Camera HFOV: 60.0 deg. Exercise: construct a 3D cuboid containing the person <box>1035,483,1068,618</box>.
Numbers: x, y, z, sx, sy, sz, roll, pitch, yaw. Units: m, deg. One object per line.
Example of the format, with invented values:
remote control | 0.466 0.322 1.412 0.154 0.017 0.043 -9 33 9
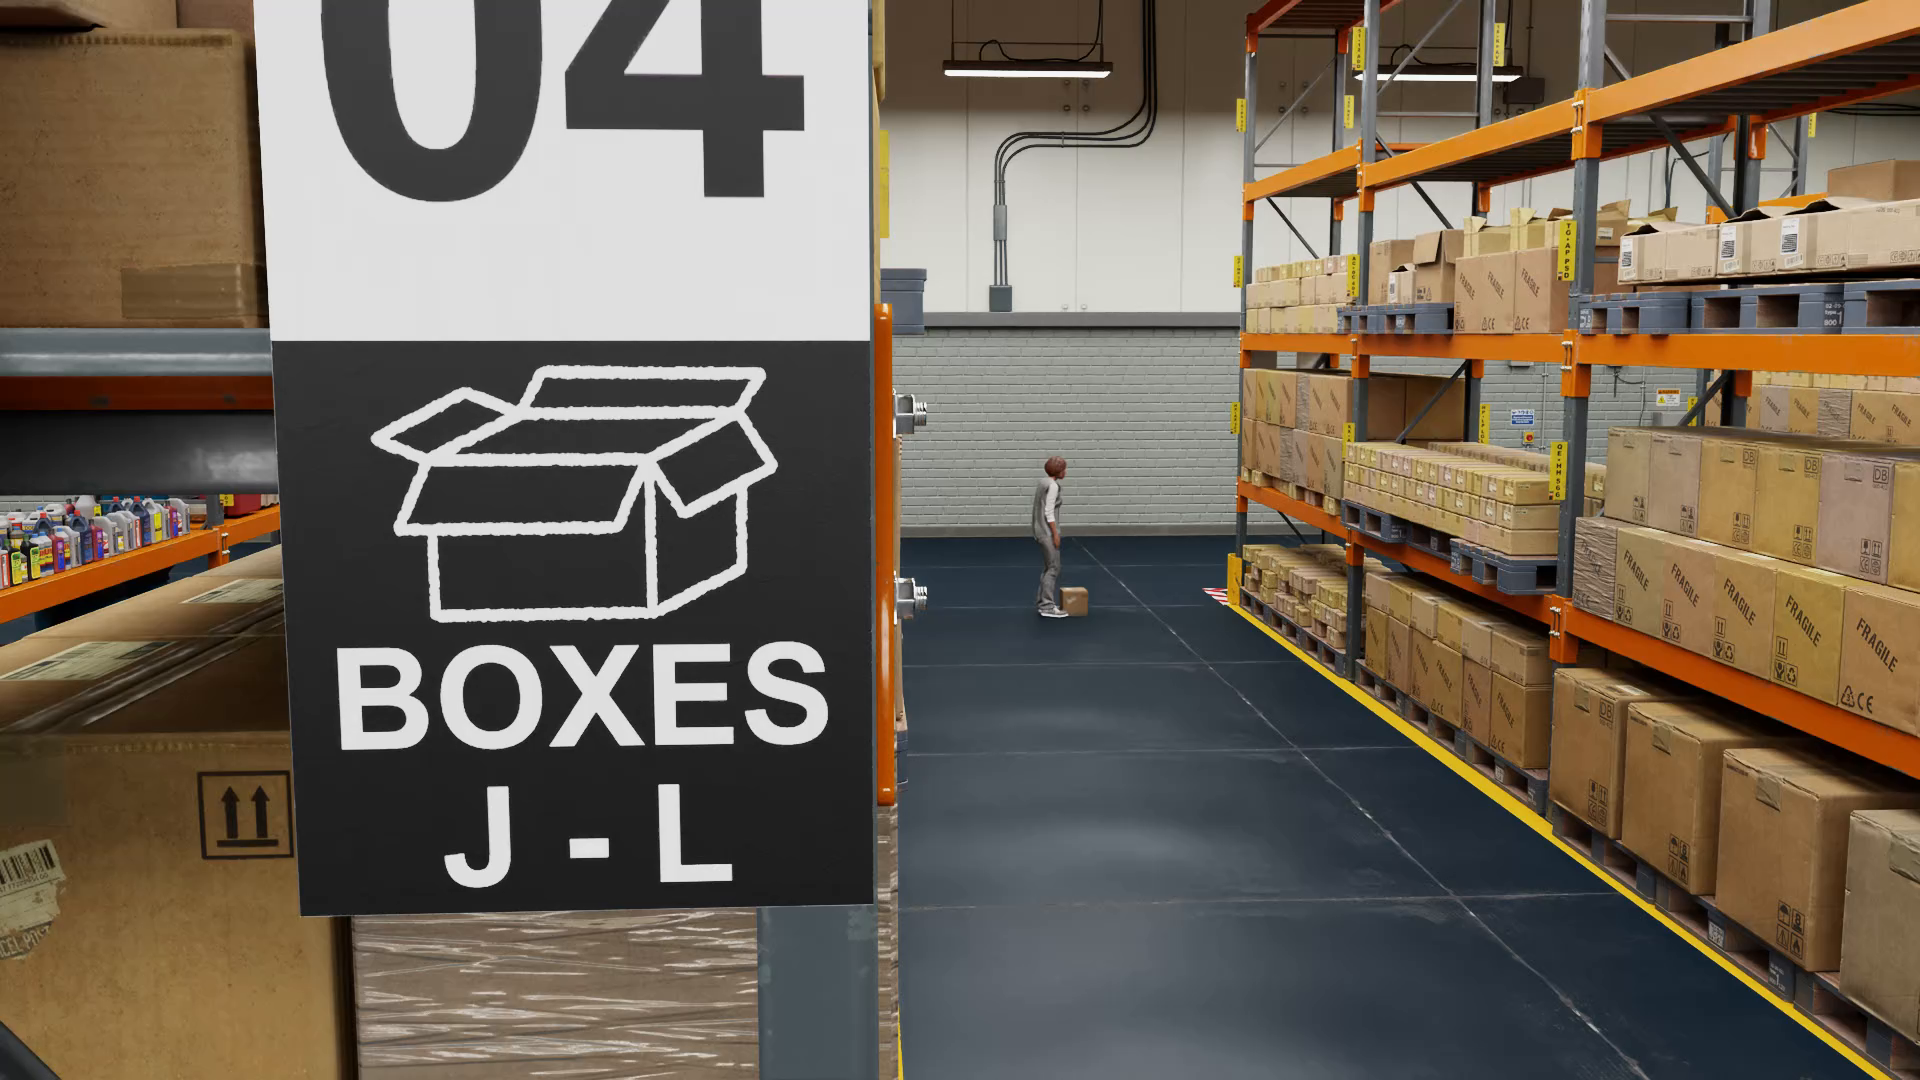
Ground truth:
person | 0.905 0.079 16.643 0.326 1.352 0.466 -1 7 -6
